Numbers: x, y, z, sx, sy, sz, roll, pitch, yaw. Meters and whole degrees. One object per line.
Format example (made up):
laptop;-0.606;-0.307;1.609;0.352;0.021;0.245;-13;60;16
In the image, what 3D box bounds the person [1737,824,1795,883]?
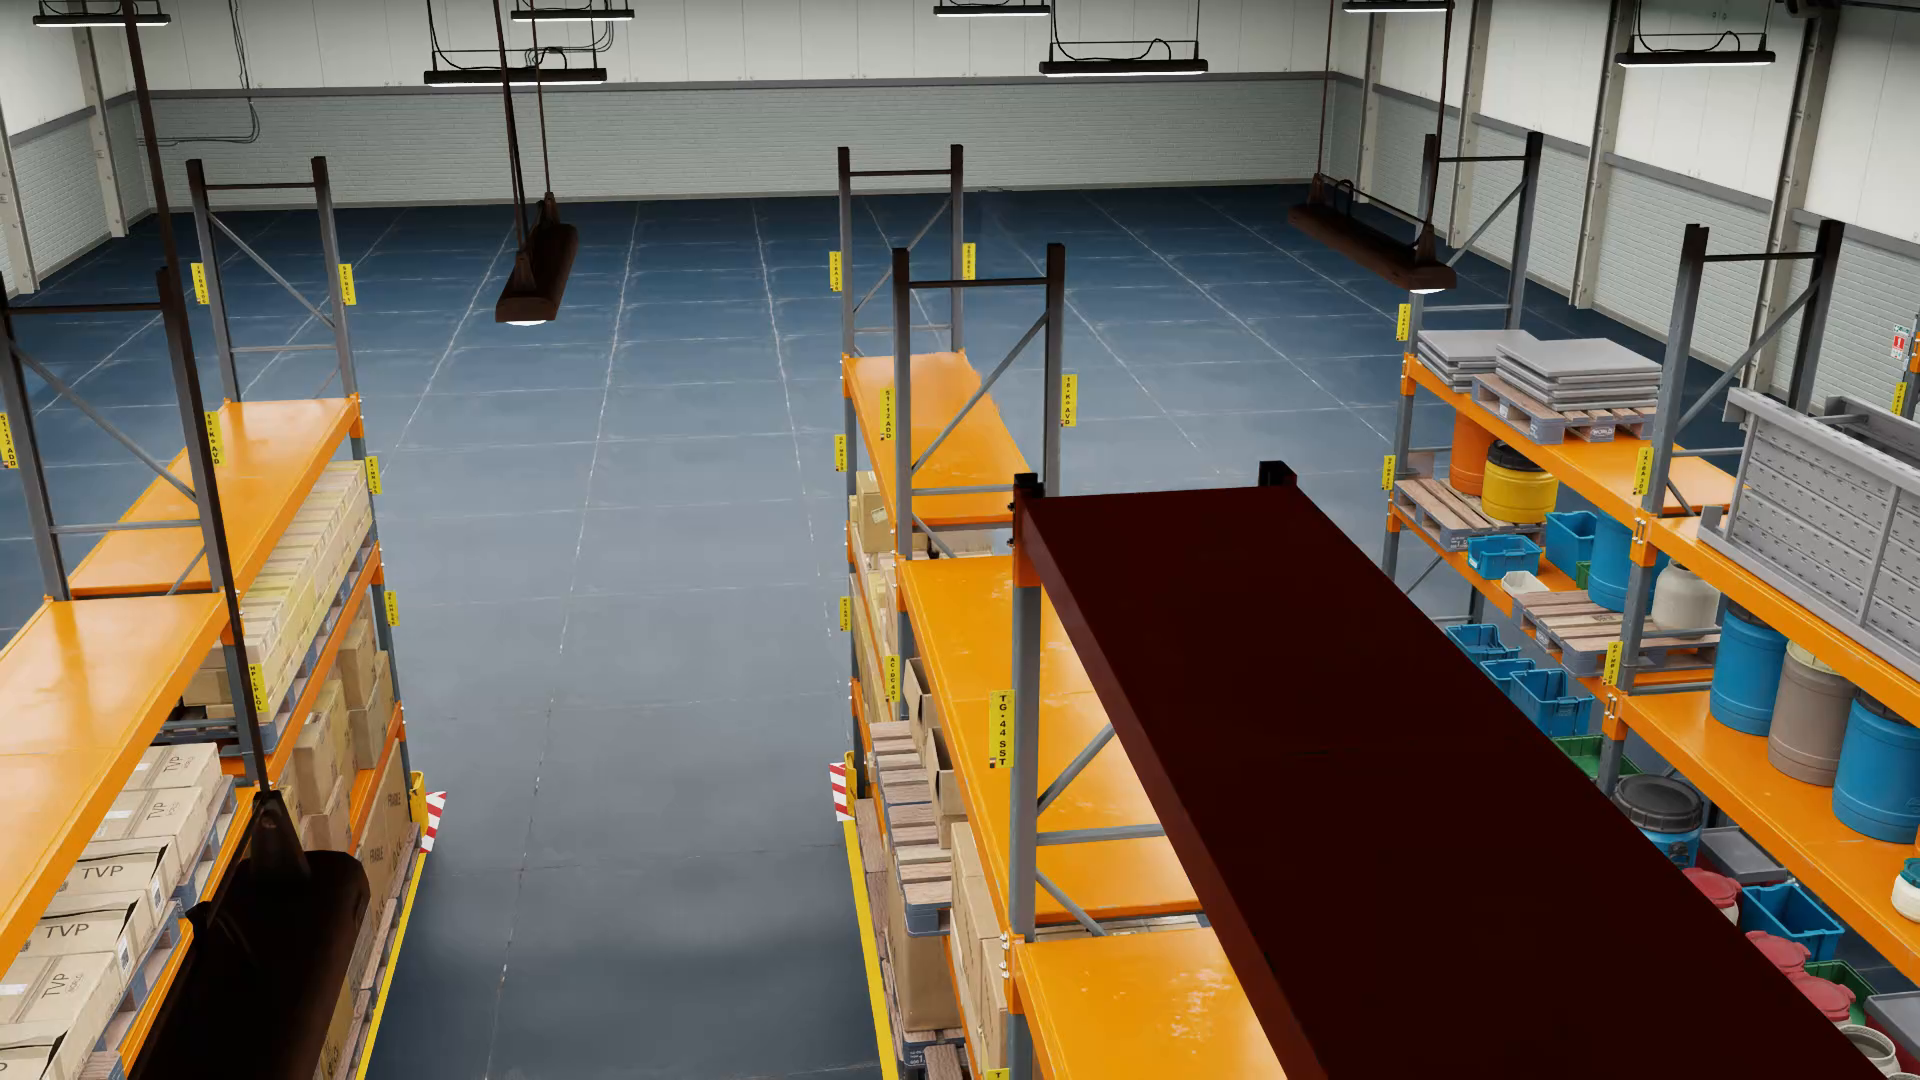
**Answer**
person;6.758;2.169;13.981;0.539;1.598;0.871;-11;24;-26
